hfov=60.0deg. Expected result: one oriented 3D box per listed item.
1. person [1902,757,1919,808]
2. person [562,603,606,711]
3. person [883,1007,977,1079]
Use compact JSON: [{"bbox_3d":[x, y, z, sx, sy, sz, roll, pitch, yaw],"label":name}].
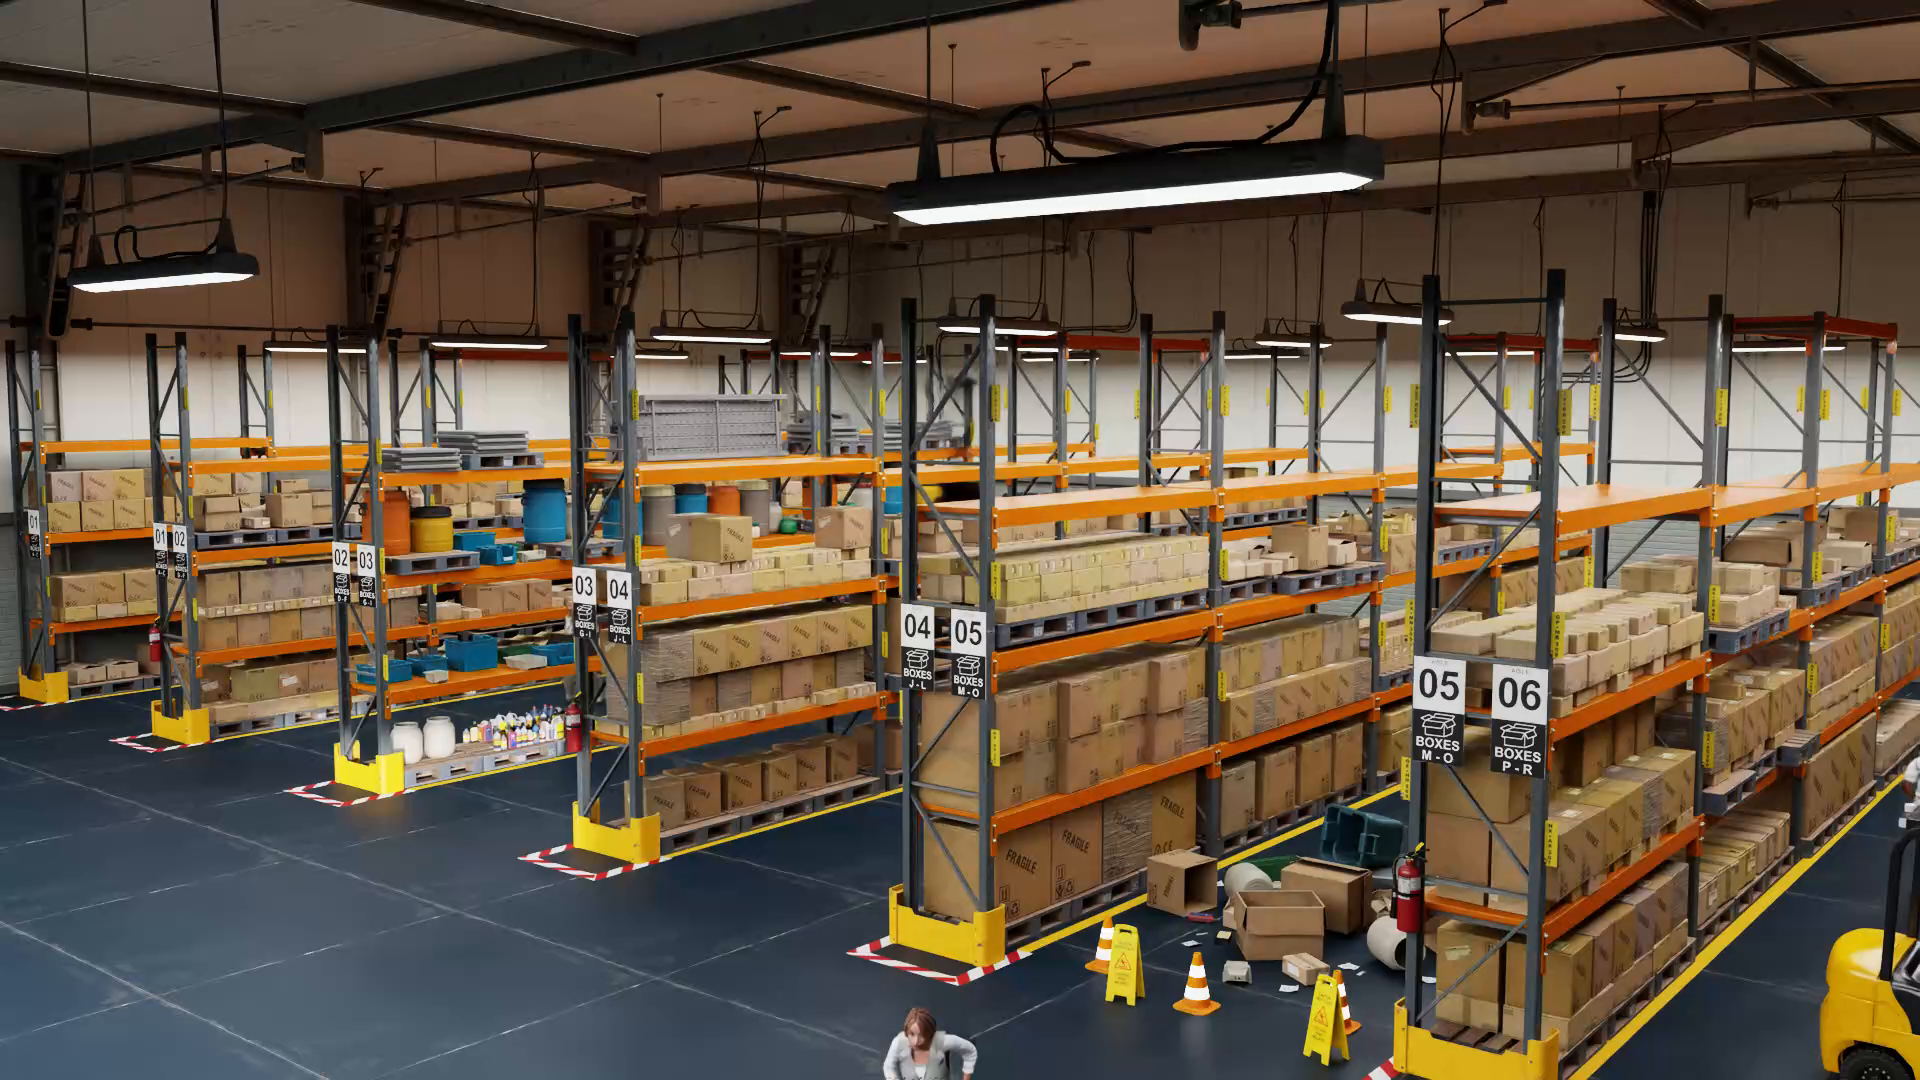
[{"bbox_3d":[10.080,2.841,17.190,0.637,1.631,0.669,4,6,37],"label":"person"},{"bbox_3d":[-6.160,1.878,27.113,0.723,1.777,0.984,2,6,25],"label":"person"},{"bbox_3d":[-0.169,3.508,10.227,0.573,1.546,0.906,1,5,7],"label":"person"}]
